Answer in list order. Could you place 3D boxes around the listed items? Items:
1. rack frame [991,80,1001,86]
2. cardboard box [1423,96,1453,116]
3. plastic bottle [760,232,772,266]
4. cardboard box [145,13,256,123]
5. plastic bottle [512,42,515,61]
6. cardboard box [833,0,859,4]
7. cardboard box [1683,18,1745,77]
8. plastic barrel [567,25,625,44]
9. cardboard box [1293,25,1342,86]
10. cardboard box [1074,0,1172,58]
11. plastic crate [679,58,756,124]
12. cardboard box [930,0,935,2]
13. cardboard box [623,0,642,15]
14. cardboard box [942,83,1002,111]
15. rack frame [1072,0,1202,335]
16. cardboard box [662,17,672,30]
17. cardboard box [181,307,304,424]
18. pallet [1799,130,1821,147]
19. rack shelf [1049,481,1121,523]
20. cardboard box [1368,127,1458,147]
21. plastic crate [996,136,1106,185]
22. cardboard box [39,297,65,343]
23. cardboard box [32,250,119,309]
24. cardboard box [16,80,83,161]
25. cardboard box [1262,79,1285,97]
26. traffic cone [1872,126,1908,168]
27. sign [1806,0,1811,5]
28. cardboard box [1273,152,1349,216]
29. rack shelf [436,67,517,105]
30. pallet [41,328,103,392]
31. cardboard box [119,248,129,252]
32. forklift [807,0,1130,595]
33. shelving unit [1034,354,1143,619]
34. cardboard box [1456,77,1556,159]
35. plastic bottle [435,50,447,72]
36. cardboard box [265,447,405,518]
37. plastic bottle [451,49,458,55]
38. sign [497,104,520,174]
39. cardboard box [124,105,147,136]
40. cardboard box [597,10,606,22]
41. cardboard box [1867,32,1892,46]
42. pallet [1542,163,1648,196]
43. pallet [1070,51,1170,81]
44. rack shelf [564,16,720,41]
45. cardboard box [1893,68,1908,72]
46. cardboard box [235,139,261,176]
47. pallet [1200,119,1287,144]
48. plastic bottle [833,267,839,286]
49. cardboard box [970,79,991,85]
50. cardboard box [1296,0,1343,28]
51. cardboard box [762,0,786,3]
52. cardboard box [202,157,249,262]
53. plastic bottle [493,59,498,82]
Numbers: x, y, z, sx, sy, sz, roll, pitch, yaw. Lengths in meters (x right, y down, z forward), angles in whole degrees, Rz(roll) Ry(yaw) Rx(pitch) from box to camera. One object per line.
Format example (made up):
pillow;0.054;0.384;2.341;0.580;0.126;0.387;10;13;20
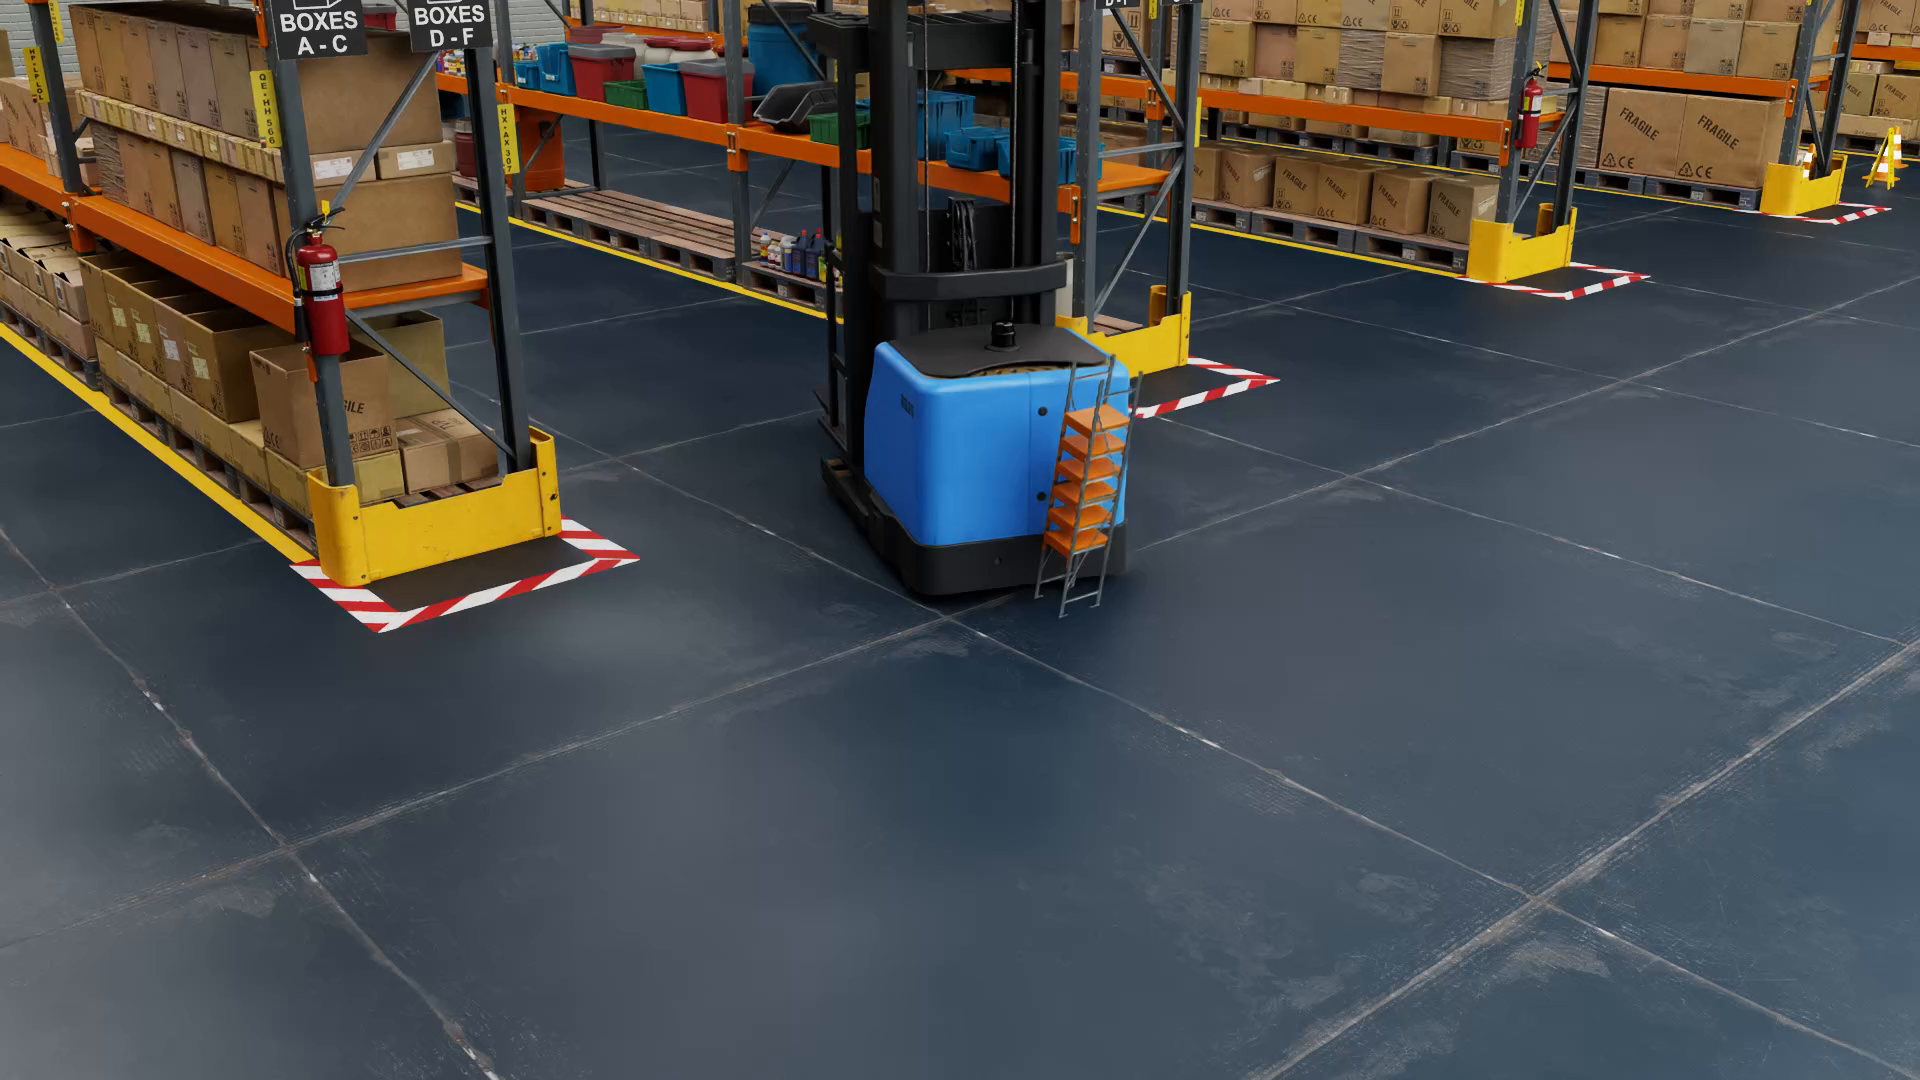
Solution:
rack frame;0.894;-8.181;25.259;1.000;3.000;0.127;-17;27;-37
cardboard box;4.196;-3.752;14.294;0.380;0.149;0.250;-17;27;-37
plastic bottle;-1.584;-2.381;13.589;0.097;0.271;0.097;0;21;0
cardboard box;-3.937;-2.575;9.028;0.700;0.500;0.500;-17;27;-37
plastic bottle;-4.766;-5.175;17.760;0.097;0.271;0.097;0;21;0
cardboard box;-1.207;-6.824;20.280;0.797;0.503;0.637;-17;27;-36
cardboard box;8.075;-5.174;17.376;0.875;0.550;0.550;-17;27;-37
plastic barrel;-3.538;-4.752;16.316;0.600;0.536;0.708;-17;27;-37
cardboard box;3.537;-4.456;15.202;0.875;0.500;0.500;-17;27;-37
cardboard box;1.880;-5.546;17.132;1.000;1.000;1.000;-17;27;-37
plastic crate;-2.007;-3.730;13.806;0.402;0.464;0.583;-17;27;-37
cardboard box;-0.297;-8.714;26.075;0.500;0.500;0.500;-18;27;-38
cardboard box;-4.417;-7.581;23.524;0.500;0.250;0.500;-18;28;-38
cardboard box;0.142;-5.136;19.279;0.500;0.250;0.500;-16;27;-35
rack frame;1.151;-2.534;10.841;1.000;3.000;0.127;-17;27;-37
cardboard box;-3.880;-7.131;22.922;0.380;0.149;0.250;-17;27;-36
cardboard box;-3.843;-0.970;9.015;0.500;0.500;0.500;-17;27;-37
pallet;11.066;-5.365;21.891;1.003;0.211;1.213;-17;27;-37
rack shelf;0.557;-0.188;7.417;0.258;0.103;0.180;-15;37;-34
cardboard box;5.643;-5.269;20.333;1.050;0.750;0.750;-18;27;-38
plastic crate;0.598;-2.532;11.039;0.499;0.251;0.616;-17;27;-37
cardboard box;-6.034;-1.562;11.554;0.500;0.250;0.500;-18;28;-38
cardboard box;-6.040;-1.823;11.452;0.500;0.311;0.500;-17;27;-36
cardboard box;-6.374;-3.008;11.913;0.500;0.500;0.500;-17;27;-37
cardboard box;3.040;-4.231;15.517;0.380;0.149;0.250;-17;27;-37
traffic cone;11.153;-4.703;19.856;0.336;0.463;0.334;-17;27;-37
sign;8.307;-5.390;16.220;0.100;0.325;0.005;-17;27;-37
cardboard box;3.368;-3.421;15.956;0.500;0.500;0.500;19;29;40
rack shelf;-5.376;-4.962;18.026;1.077;0.370;4.000;-17;27;-37
pallet;-5.725;-1.357;11.659;1.003;0.211;1.213;-17;27;-37
cardboard box;-5.618;-1.950;11.776;0.500;0.311;0.500;-18;28;-38
forklift;-0.134;-1.617;8.594;1.130;2.935;3.031;-7;22;-16
shelving unit;0.562;-0.226;7.395;0.258;1.200;0.189;-15;37;-34
cardboard box;6.474;-4.987;19.441;0.875;0.875;0.875;-17;27;-37
plastic bottle;-5.476;-5.101;17.463;0.144;0.351;0.185;-17;27;-37
cardboard box;-3.177;-0.349;8.456;0.500;0.250;0.500;-17;27;-37
plastic bottle;-5.606;-5.445;18.450;0.097;0.271;0.097;0;21;0
sign;-2.179;-1.926;7.994;0.100;0.325;0.005;-17;27;-37
cardboard box;-4.518;-2.407;9.491;0.380;0.149;0.250;-19;28;-39
cardboard box;-5.052;-7.627;24.189;0.380;0.149;0.250;-18;28;-38
cardboard box;11.414;-6.191;20.522;0.380;0.149;0.250;-17;27;-37
pallet;7.354;-4.107;18.680;1.003;0.211;1.213;-17;27;-37
pallet;1.904;-4.975;17.335;1.003;0.211;1.213;-17;27;-37
rack shelf;-4.235;-7.246;23.858;1.077;0.370;4.000;-17;27;-37
cardboard box;11.734;-5.775;21.282;0.500;0.500;0.500;-19;28;-39
cardboard box;-3.336;-1.907;8.214;0.380;0.149;0.250;-18;28;-38
pallet;3.963;-5.542;22.344;1.003;0.211;1.213;-17;27;-37
plastic bottle;-0.957;-2.083;12.924;0.097;0.201;0.097;0;21;0
cardboard box;0.380;-7.077;25.772;0.380;0.149;0.250;-17;27;-37
cardboard box;3.382;-4.872;14.895;0.500;0.500;0.500;-17;27;-37
cardboard box;-2.163;-6.611;21.114;0.500;0.500;0.500;-18;28;-39
cardboard box;-3.565;-1.817;8.873;0.700;0.500;0.500;-17;27;-37
plastic bottle;-4.658;-4.700;16.531;0.061;0.283;0.133;-17;27;-37
